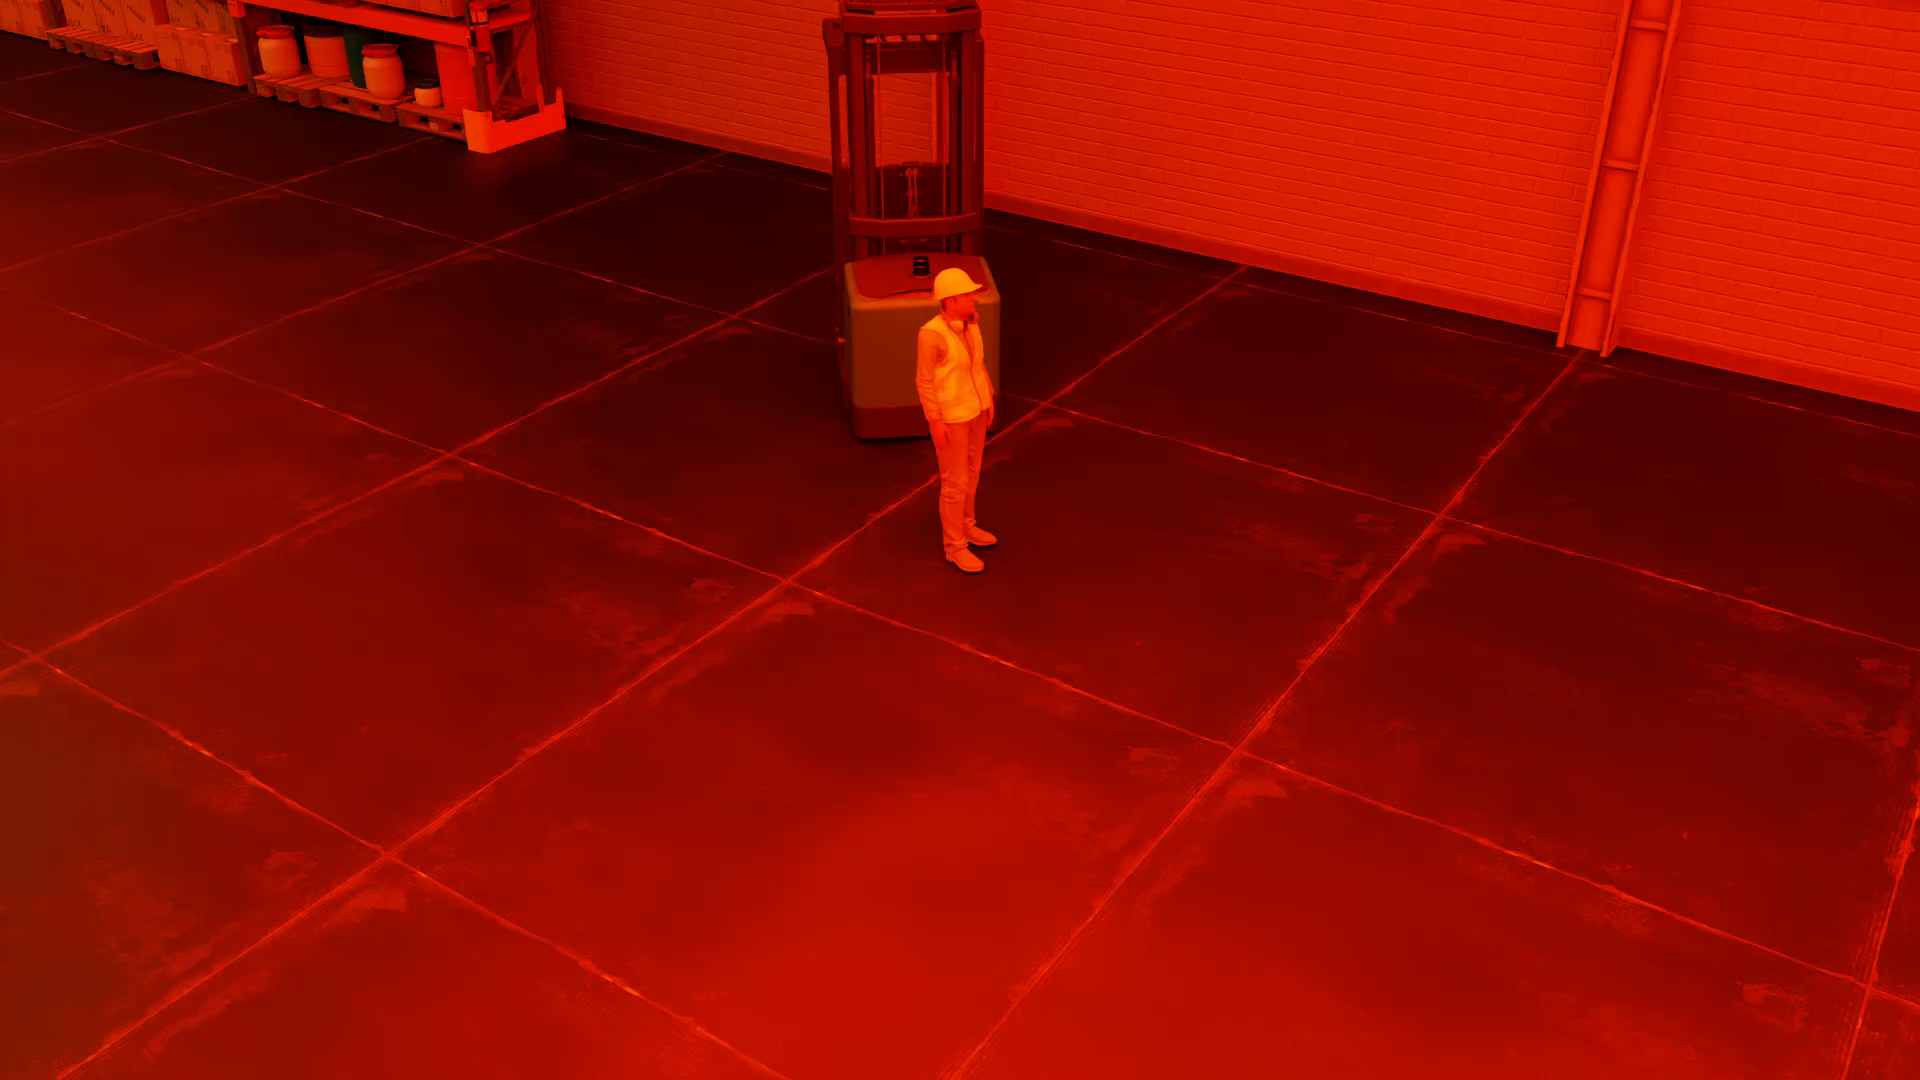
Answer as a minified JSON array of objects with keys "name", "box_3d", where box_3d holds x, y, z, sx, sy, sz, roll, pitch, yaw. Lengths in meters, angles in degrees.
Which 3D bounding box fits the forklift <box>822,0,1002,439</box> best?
[{"name":"forklift","box_3d":[-0.405,-2.688,12.211,1.130,2.935,3.031,-4,30,-6]}]

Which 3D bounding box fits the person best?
[{"name":"person","box_3d":[0.047,-0.753,10.015,0.568,1.773,0.632,19,35,29]}]
